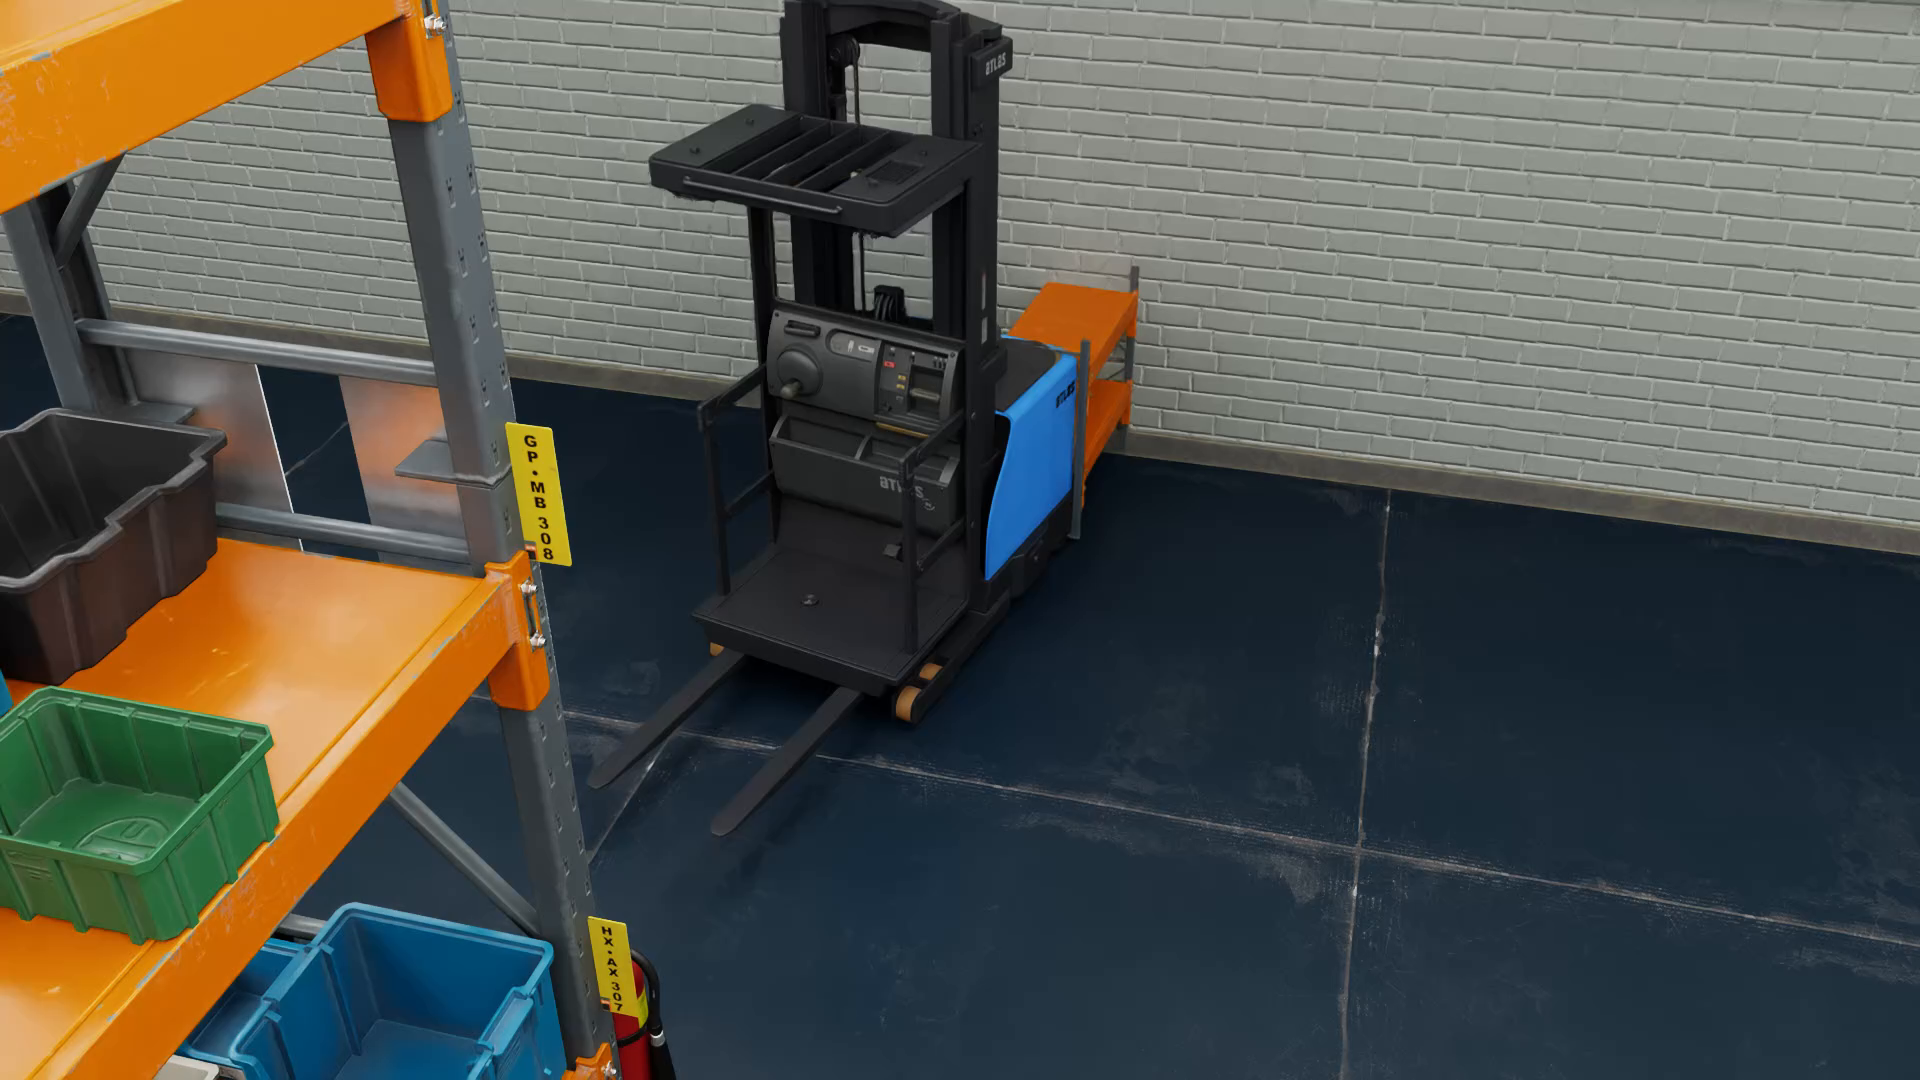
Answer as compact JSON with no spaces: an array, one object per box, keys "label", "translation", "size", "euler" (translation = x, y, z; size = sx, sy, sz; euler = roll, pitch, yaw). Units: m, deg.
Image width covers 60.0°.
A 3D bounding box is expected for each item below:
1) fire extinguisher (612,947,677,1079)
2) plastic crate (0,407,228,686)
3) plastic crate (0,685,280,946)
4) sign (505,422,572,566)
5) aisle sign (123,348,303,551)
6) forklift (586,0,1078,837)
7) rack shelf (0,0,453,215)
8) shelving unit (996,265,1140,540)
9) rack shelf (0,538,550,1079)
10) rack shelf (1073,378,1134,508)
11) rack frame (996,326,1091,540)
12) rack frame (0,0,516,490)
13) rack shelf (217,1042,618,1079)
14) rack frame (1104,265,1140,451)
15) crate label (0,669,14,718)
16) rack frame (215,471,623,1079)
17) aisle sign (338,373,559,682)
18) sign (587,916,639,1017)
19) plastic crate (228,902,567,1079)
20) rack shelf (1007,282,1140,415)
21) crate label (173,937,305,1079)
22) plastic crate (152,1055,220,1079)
[{"label":"fire extinguisher","translation":[-0.918,1.239,4.426],"size":[0.296,0.674,0.183],"euler":[8,33,12]},{"label":"plastic crate","translation":[-1.763,0.016,3.255],"size":[0.497,0.269,0.590],"euler":[8,33,12]},{"label":"plastic crate","translation":[-1.370,0.439,2.665],"size":[0.450,0.188,0.336],"euler":[8,33,12]},{"label":"sign","translation":[-0.860,-0.090,3.398],"size":[0.100,0.325,0.005],"euler":[8,33,12]},{"label":"aisle sign","translation":[-1.665,-0.110,3.704],"size":[0.394,0.787,0.004],"euler":[8,33,12]},{"label":"forklift","translation":[-0.530,-0.691,7.105],"size":[1.130,2.935,3.031],"euler":[16,36,23]},{"label":"rack shelf","translation":[-1.904,0.043,1.337],"size":[1.077,0.370,4.000],"euler":[8,33,12]},{"label":"shelving unit","translation":[0.558,-0.784,8.869],"size":[0.538,1.125,1.048],"euler":[11,33,16]},{"label":"rack shelf","translation":[-1.904,1.140,2.035],"size":[1.077,0.370,4.000],"euler":[8,33,12]},{"label":"rack shelf","translation":[0.556,-0.576,8.998],"size":[0.538,0.278,1.000],"euler":[11,33,16]},{"label":"rack frame","translation":[0.392,-0.533,8.459],"size":[0.500,1.125,0.032],"euler":[11,33,16]},{"label":"rack frame","translation":[-1.396,-1.467,2.669],"size":[1.000,3.000,0.127],"euler":[8,33,12]},{"label":"rack shelf","translation":[-1.904,2.406,2.839],"size":[1.077,0.370,4.000],"euler":[8,33,12]},{"label":"rack frame","translation":[0.723,-1.036,9.279],"size":[0.500,1.125,0.032],"euler":[11,33,16]},{"label":"crate label","translation":[-1.943,0.297,2.830],"size":[0.408,0.251,0.502],"euler":[8,33,12]},{"label":"rack frame","translation":[-1.396,1.065,4.279],"size":[1.000,3.000,0.127],"euler":[8,33,12]},{"label":"aisle sign","translation":[-1.094,-0.030,3.578],"size":[0.394,0.787,0.004],"euler":[8,33,12]},{"label":"sign","translation":[-0.860,1.063,4.131],"size":[0.100,0.325,0.005],"euler":[8,33,12]},{"label":"plastic crate","translation":[-1.300,1.224,3.940],"size":[0.616,0.435,0.499],"euler":[8,33,12]},{"label":"rack shelf","translation":[0.560,-1.033,8.715],"size":[0.538,0.278,1.000],"euler":[11,33,16]},{"label":"crate label","translation":[-1.777,1.194,4.177],"size":[0.416,0.233,0.303],"euler":[8,33,12]},{"label":"plastic crate","translation":[-1.939,1.389,3.958],"size":[0.250,0.136,0.298],"euler":[8,33,12]}]
